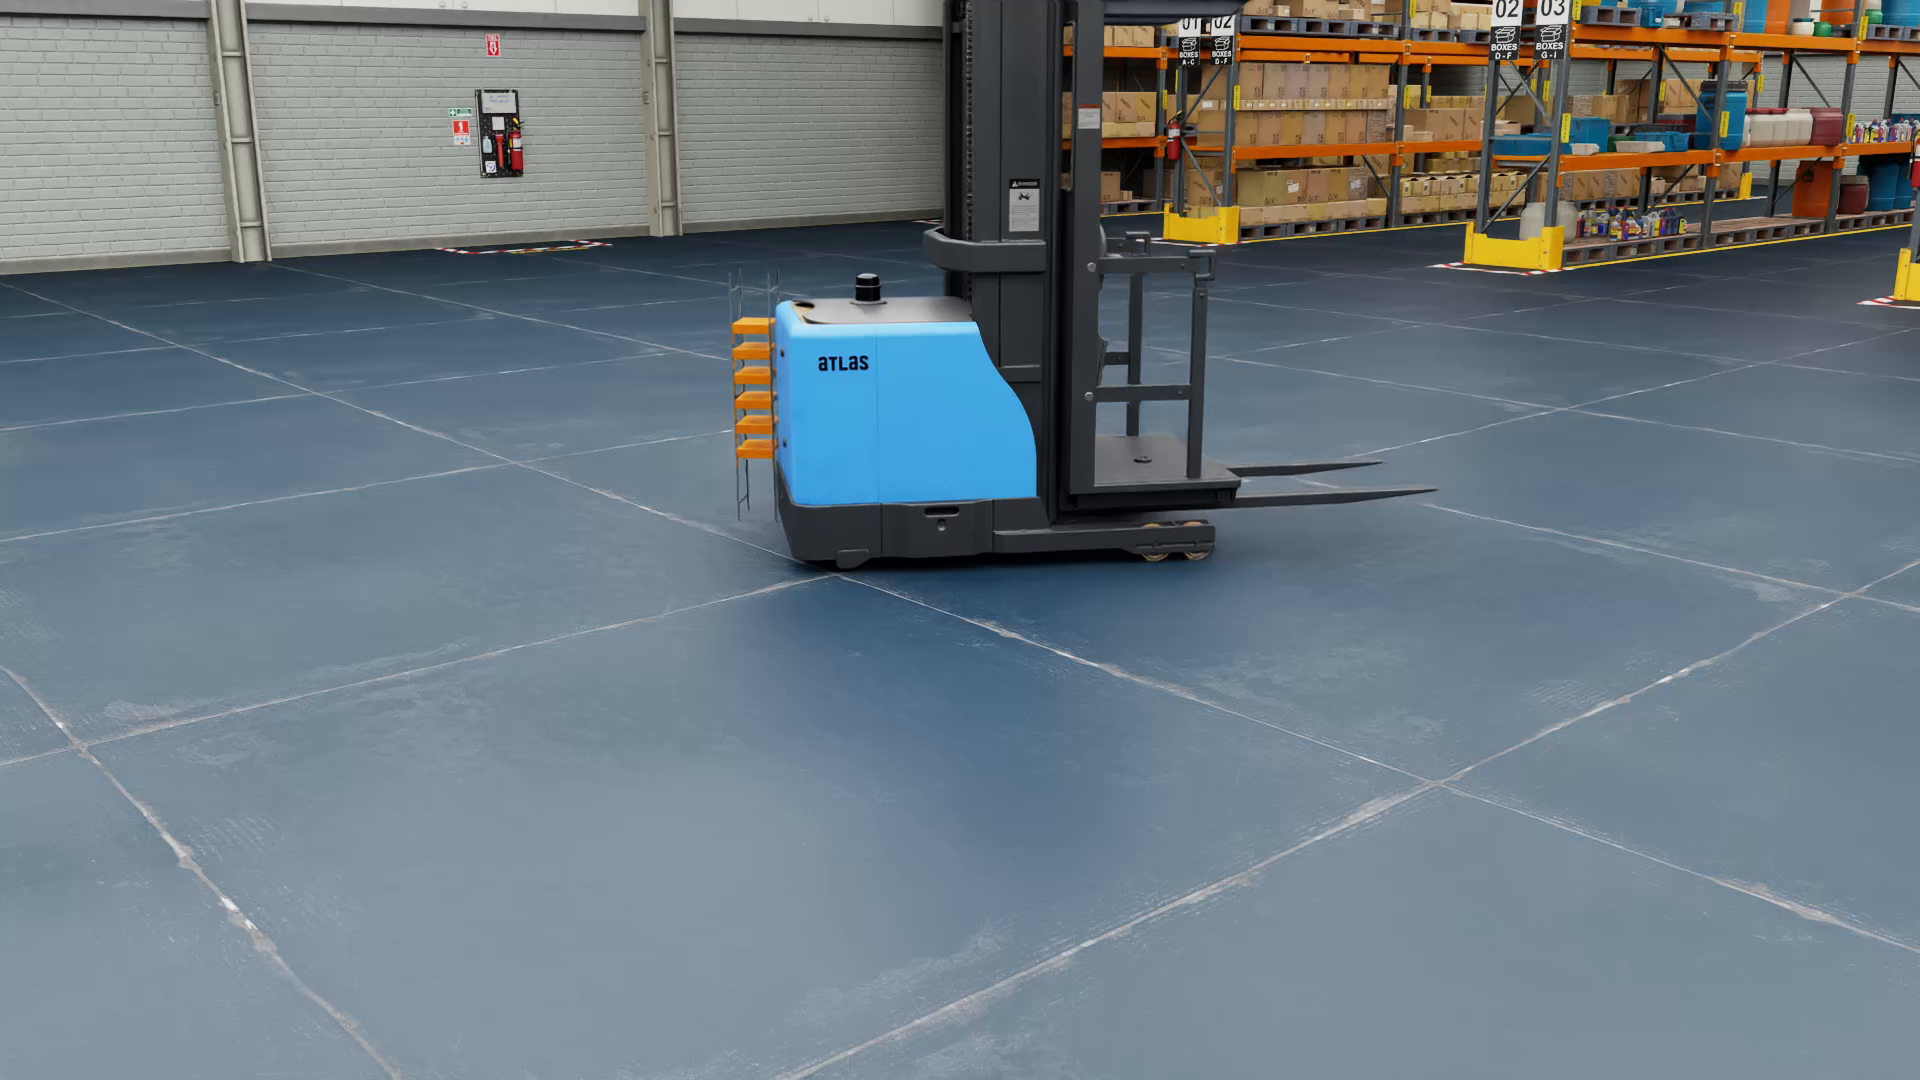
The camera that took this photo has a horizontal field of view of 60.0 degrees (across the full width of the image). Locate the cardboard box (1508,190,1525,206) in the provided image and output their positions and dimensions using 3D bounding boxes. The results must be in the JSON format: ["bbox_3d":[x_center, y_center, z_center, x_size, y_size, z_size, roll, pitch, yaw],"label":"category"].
[{"bbox_3d":[9.251,-5.834,28.293,0.500,0.250,0.500,-12,19,-38],"label":"cardboard box"}]

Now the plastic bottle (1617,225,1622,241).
[{"bbox_3d":[8.352,-3.901,21.111,0.097,0.201,0.097,0,15,0],"label":"plastic bottle"}]

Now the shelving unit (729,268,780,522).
[{"bbox_3d":[-0.976,-0.698,8.037,0.189,1.200,0.258,1,15,5],"label":"shelving unit"}]

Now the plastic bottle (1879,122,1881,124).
[{"bbox_3d":[15.197,-6.774,27.522,0.133,0.283,0.061,-13,19,-39],"label":"plastic bottle"}]

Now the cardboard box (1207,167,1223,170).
[{"bbox_3d":[4.528,-6.691,30.979,0.500,0.500,0.700,-12,19,-39],"label":"cardboard box"}]

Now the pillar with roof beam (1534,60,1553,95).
[{"bbox_3d":[16.563,-12.101,35.617,0.400,9.000,9.100,-13,19,-39],"label":"pillar with roof beam"}]

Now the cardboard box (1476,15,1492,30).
[{"bbox_3d":[8.360,-8.401,27.053,0.500,0.250,0.500,-13,20,-40],"label":"cardboard box"}]

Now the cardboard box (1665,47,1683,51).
[{"bbox_3d":[13.034,-9.185,30.801,0.500,0.250,0.500,-13,19,-39],"label":"cardboard box"}]

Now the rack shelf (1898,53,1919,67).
[{"bbox_3d":[17.262,-8.249,28.403,4.000,0.370,1.077,-13,19,-39],"label":"rack shelf"}]

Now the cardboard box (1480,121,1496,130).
[{"bbox_3d":[8.686,-6.939,28.090,0.500,0.311,0.500,-13,20,-40],"label":"cardboard box"}]

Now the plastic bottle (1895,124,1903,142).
[{"bbox_3d":[14.736,-6.410,26.175,0.135,0.276,0.152,-13,19,-39],"label":"plastic bottle"}]

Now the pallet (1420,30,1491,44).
[{"bbox_3d":[8.192,-8.132,26.935,1.213,0.211,1.003,-12,19,-37],"label":"pallet"}]

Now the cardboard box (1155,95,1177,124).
[{"bbox_3d":[3.622,-7.723,29.804,0.500,0.500,0.700,-13,19,-39],"label":"cardboard box"}]

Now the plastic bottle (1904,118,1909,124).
[{"bbox_3d":[15.180,-6.594,26.719,0.185,0.351,0.144,-13,19,-39],"label":"plastic bottle"}]

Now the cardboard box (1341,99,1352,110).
[{"bbox_3d":[5.637,-6.521,24.898,0.250,0.149,0.380,-13,20,-40],"label":"cardboard box"}]

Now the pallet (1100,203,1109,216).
[{"bbox_3d":[1.811,-5.707,28.706,1.213,0.211,1.003,-13,19,-39],"label":"pallet"}]

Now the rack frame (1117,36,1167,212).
[{"bbox_3d":[3.215,-7.382,29.575,0.127,3.000,1.000,-13,19,-39],"label":"rack frame"}]

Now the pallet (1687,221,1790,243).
[{"bbox_3d":[11.206,-4.455,24.019,1.213,0.211,1.003,-13,19,-39],"label":"pallet"}]

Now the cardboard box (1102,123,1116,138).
[{"bbox_3d":[2.306,-7.009,28.431,0.500,0.250,0.500,-13,20,-40],"label":"cardboard box"}]

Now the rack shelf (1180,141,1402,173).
[{"bbox_3d":[4.961,-5.732,24.792,4.000,0.370,1.077,-13,19,-39],"label":"rack shelf"}]

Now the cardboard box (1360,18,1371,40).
[{"bbox_3d":[7.717,-10.141,33.043,0.500,0.500,0.700,-13,20,-39],"label":"cardboard box"}]

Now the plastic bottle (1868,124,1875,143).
[{"bbox_3d":[13.929,-6.217,25.437,0.133,0.283,0.061,-13,19,-39],"label":"plastic bottle"}]

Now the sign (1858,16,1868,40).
[{"bbox_3d":[13.103,-7.424,24.122,0.005,0.325,0.100,-13,19,-39],"label":"sign"}]

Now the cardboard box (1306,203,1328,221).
[{"bbox_3d":[5.136,-4.917,24.859,0.500,0.250,0.500,-13,19,-39],"label":"cardboard box"}]

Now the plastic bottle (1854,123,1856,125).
[{"bbox_3d":[14.281,-6.549,26.694,0.135,0.276,0.152,-13,19,-39],"label":"plastic bottle"}]

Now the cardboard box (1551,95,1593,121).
[{"bbox_3d":[10.704,-7.594,29.360,0.500,0.500,0.700,-9,17,-29],"label":"cardboard box"}]

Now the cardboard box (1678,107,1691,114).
[{"bbox_3d":[13.452,-7.943,31.480,0.500,0.500,0.500,-12,19,-38],"label":"cardboard box"}]

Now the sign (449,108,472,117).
[{"bbox_3d":[-6.733,-5.763,22.416,0.331,0.109,0.001,-13,19,-39],"label":"sign"}]

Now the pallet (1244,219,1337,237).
[{"bbox_3d":[4.922,-4.737,25.076,1.213,0.211,1.003,-13,19,-39],"label":"pallet"}]

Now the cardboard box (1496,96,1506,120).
[{"bbox_3d":[11.348,-9.346,36.347,0.700,0.700,0.980,-13,20,-40],"label":"cardboard box"}]

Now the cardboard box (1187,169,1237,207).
[{"bbox_3d":[3.662,-5.127,24.192,0.500,0.500,0.500,-13,19,-39],"label":"cardboard box"}]

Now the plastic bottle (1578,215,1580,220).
[{"bbox_3d":[8.007,-4.107,21.737,0.135,0.276,0.152,-12,19,-39],"label":"plastic bottle"}]

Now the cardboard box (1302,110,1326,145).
[{"bbox_3d":[4.979,-6.129,24.688,0.500,0.500,0.700,-12,19,-38],"label":"cardboard box"}]

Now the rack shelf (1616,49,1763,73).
[{"bbox_3d":[14.014,-9.214,32.015,4.000,0.370,1.077,-13,19,-39],"label":"rack shelf"}]

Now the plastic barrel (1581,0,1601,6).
[{"bbox_3d":[7.478,-6.737,20.168,0.600,0.588,0.600,0,15,0],"label":"plastic barrel"}]

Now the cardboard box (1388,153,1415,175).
[{"bbox_3d":[8.845,-7.767,34.365,0.750,0.750,0.750,-12,19,-39],"label":"cardboard box"}]

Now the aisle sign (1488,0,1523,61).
[{"bbox_3d":[6.452,-6.078,19.654,0.004,0.787,0.394,-13,19,-39],"label":"aisle sign"}]

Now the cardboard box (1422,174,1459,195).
[{"bbox_3d":[7.716,-5.757,26.919,0.500,0.311,0.500,-14,20,-41],"label":"cardboard box"}]

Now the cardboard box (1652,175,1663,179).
[{"bbox_3d":[13.314,-6.966,32.375,0.500,0.311,0.500,-13,19,-39],"label":"cardboard box"}]

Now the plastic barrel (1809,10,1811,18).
[{"bbox_3d":[12.301,-7.642,24.517,0.421,0.512,0.421,0,15,0],"label":"plastic barrel"}]

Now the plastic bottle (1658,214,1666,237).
[{"bbox_3d":[9.182,-4.121,21.775,0.133,0.283,0.061,-11,19,-36],"label":"plastic bottle"}]

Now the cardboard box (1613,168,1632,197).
[{"bbox_3d":[11.942,-6.557,30.478,0.500,0.500,0.500,-13,19,-39],"label":"cardboard box"}]

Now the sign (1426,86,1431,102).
[{"bbox_3d":[9.614,-9.155,34.121,0.005,0.325,0.100,-13,19,-39],"label":"sign"}]

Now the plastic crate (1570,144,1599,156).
[{"bbox_3d":[7.587,-4.738,20.185,0.250,0.136,0.298,-13,19,-39],"label":"plastic crate"}]

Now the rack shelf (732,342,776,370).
[{"bbox_3d":[-0.976,-0.887,7.987,0.180,0.103,0.258,1,15,5],"label":"rack shelf"}]

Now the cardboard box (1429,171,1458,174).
[{"bbox_3d":[8.123,-6.034,27.953,0.500,0.311,0.500,-13,20,-41],"label":"cardboard box"}]

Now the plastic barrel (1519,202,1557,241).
[{"bbox_3d":[7.147,-3.903,20.558,0.421,0.512,0.421,0,15,0],"label":"plastic barrel"}]

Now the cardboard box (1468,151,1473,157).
[{"bbox_3d":[11.006,-8.474,36.437,0.250,0.149,0.380,-12,19,-39],"label":"cardboard box"}]

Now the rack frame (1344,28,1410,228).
[{"bbox_3d":[6.470,-6.419,25.967,0.127,3.000,1.000,-13,19,-39],"label":"rack frame"}]

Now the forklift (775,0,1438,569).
[{"bbox_3d":[0.688,-1.454,7.515,3.031,2.935,1.130,-3,15,-10],"label":"forklift"}]

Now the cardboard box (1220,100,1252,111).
[{"bbox_3d":[3.890,-6.127,23.426,0.250,0.149,0.380,-13,20,-40],"label":"cardboard box"}]

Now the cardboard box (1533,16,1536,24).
[{"bbox_3d":[9.794,-8.674,28.406,0.500,0.500,0.910,-13,19,-39],"label":"cardboard box"}]

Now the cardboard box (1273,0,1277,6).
[{"bbox_3d":[4.567,-7.758,24.258,0.500,0.311,0.500,-10,18,-33],"label":"cardboard box"}]
